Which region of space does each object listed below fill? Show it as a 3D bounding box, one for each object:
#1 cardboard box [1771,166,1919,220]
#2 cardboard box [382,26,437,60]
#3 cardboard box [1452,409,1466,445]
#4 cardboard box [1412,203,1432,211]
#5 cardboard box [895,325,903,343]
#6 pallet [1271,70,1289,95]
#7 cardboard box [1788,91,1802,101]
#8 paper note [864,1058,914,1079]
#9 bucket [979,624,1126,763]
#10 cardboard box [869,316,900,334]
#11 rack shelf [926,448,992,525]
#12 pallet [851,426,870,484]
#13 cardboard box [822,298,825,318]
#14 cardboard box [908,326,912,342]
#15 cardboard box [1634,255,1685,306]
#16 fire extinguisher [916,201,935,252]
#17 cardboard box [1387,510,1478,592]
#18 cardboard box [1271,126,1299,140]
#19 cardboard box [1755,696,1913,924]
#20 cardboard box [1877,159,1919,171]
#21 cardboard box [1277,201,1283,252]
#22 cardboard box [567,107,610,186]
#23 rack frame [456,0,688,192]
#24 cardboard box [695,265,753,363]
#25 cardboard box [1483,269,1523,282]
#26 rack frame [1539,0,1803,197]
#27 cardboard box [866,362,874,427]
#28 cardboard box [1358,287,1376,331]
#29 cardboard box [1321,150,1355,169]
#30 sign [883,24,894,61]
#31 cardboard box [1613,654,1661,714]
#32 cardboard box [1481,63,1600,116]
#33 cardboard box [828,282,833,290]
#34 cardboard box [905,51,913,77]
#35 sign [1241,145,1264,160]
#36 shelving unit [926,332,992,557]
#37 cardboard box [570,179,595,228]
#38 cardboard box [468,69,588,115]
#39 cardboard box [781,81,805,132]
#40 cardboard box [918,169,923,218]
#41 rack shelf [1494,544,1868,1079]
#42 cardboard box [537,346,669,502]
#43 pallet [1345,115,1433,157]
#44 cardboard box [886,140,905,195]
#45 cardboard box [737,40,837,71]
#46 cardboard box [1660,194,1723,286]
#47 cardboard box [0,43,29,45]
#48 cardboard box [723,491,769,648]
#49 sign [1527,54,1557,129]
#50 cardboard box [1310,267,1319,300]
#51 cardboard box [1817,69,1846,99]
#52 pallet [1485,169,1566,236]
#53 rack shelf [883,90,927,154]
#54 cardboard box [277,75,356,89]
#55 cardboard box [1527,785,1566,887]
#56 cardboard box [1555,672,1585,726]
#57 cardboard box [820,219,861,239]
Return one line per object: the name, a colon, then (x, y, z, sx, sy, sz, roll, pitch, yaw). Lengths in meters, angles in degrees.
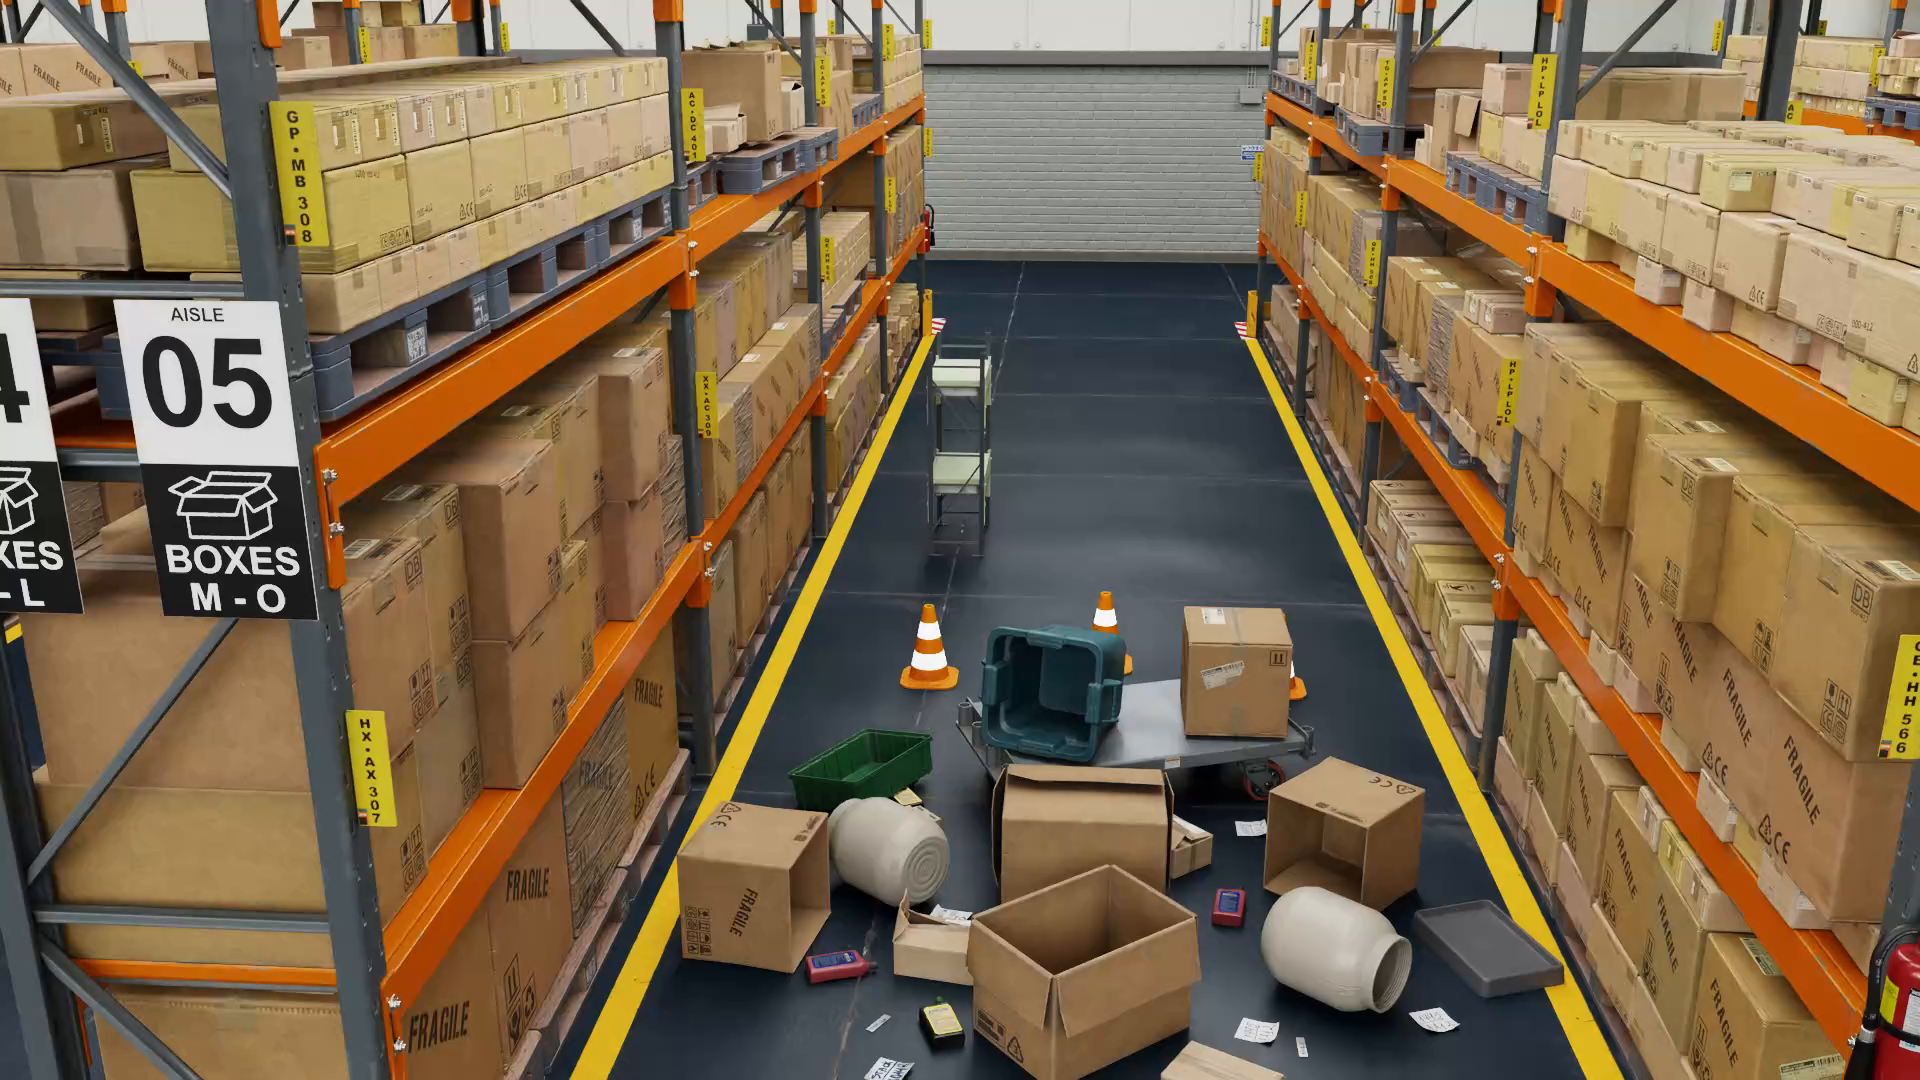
cardboard box: (2.801, -1.085, 5.224, 0.380, 0.149, 0.250, 1, 18, 2)
cardboard box: (-5.931, -5.134, 17.462, 0.700, 0.500, 0.500, 2, 18, 6)
cardboard box: (2.957, -0.626, 9.244, 0.380, 0.149, 0.250, 1, 18, 4)
cardboard box: (3.806, -2.365, 13.058, 0.500, 0.500, 0.500, 2, 18, 5)
cardboard box: (-0.807, -2.196, 17.734, 0.380, 0.149, 0.250, 1, 18, 3)
pallet: (3.979, -5.018, 18.244, 1.003, 0.211, 1.213, 1, 18, 4)
cardboard box: (8.498, -4.416, 16.669, 0.380, 0.149, 0.250, 2, 18, 5)
paper note: (-0.267, 2.001, 6.271, 0.144, 0.017, 0.142, 8, 20, 23)
bucket: (0.507, 0.710, 8.255, 0.726, 0.611, 0.620, 8, 10, 23)
cardboard box: (-0.835, -2.254, 17.434, 0.380, 0.149, 0.250, 2, 18, 5)
rack shelf: (0.000, -0.401, 12.285, 0.431, 0.370, 0.720, 1, 18, 4)
pallet: (-1.349, -0.755, 14.388, 1.003, 0.211, 1.213, 1, 18, 4)
cardboard box: (-1.243, -1.757, 12.698, 0.380, 0.149, 0.250, 2, 18, 7)
cardboard box: (-0.735, -2.301, 18.532, 0.380, 0.149, 0.250, 0, 18, 1)
cardboard box: (2.715, -0.954, 6.104, 0.380, 0.149, 0.250, 1, 18, 3)
fire extinguisher: (-0.444, -3.798, 19.920, 0.296, 0.674, 0.183, 1, 18, 4)
cardboard box: (3.353, 0.073, 10.927, 0.950, 0.372, 0.625, 1, 18, 3)
cardboard box: (3.720, -4.592, 18.811, 0.380, 0.149, 0.250, 2, 18, 5)
cardboard box: (2.639, 0.741, 4.707, 0.500, 0.500, 0.500, 1, 18, 3)
cardboard box: (3.244, -1.158, 5.447, 0.380, 0.149, 0.250, 2, 18, 5)
cardboard box: (3.619, -3.299, 17.512, 0.500, 0.500, 0.500, 2, 18, 6)
cardboard box: (-1.637, -1.489, 6.260, 0.500, 0.250, 0.500, 1, 18, 3)
rack frame: (-1.783, -3.068, 7.334, 1.000, 3.000, 0.127, 1, 18, 4)
cardboard box: (-1.644, -1.368, 10.013, 0.700, 0.500, 0.500, 1, 18, 3)
cardboard box: (3.667, -1.461, 10.750, 0.500, 0.500, 0.500, 1, 18, 3)
rack frame: (3.162, -2.989, 7.093, 1.000, 3.000, 0.127, 1, 18, 4)
cardboard box: (-1.048, -1.319, 14.970, 0.500, 0.500, 0.500, 1, 18, 3)
cardboard box: (3.230, -1.703, 12.240, 0.500, 0.250, 0.500, 1, 18, 4)
cardboard box: (3.567, -3.636, 15.894, 0.380, 0.149, 0.250, 2, 18, 5)
sign: (-0.656, -4.549, 15.208, 0.100, 0.325, 0.005, 1, 18, 4)
cardboard box: (2.728, 0.548, 6.337, 0.380, 0.149, 0.250, 1, 18, 4)
cardboard box: (3.127, -2.430, 8.967, 0.500, 0.250, 0.500, 2, 18, 5)
cardboard box: (-1.210, -2.072, 13.181, 0.380, 0.149, 0.250, 1, 18, 4)
cardboard box: (-0.777, -5.069, 17.697, 0.500, 0.250, 0.500, 2, 18, 5)
sign: (4.359, -5.765, 24.766, 0.327, 0.218, 0.001, 1, 18, 4)
shelving unit: (0.000, -0.711, 12.183, 0.431, 1.500, 0.755, 1, 18, 4)
cardboard box: (-1.580, -1.254, 6.185, 0.380, 0.149, 0.250, 1, 18, 3)
cardboard box: (-1.582, -1.636, 6.071, 0.380, 0.149, 0.250, 1, 18, 3)
cardboard box: (-1.272, -2.758, 10.514, 0.500, 0.311, 0.500, 1, 18, 4)
cardboard box: (-0.698, -3.988, 19.137, 0.500, 0.500, 0.500, 2, 18, 5)
rack shelf: (3.018, 0.825, 6.243, 1.077, 0.370, 4.000, 1, 18, 4)
cardboard box: (-1.767, -0.514, 7.200, 0.875, 0.550, 0.550, 1, 18, 4)
pallet: (3.442, -2.917, 11.994, 1.213, 0.211, 1.003, 2, 18, 6)
cardboard box: (-0.845, -3.818, 17.012, 0.500, 0.500, 0.500, 2, 18, 5)
cardboard box: (-1.451, -3.899, 13.847, 0.797, 0.503, 0.637, 1, 18, 3)
cardboard box: (2.746, -1.030, 5.696, 0.500, 0.250, 0.500, 1, 18, 4)
cardboard box: (-6.726, -3.172, 11.505, 0.500, 0.500, 0.500, 1, 18, 4)
cardboard box: (-1.755, 0.158, 10.062, 1.050, 0.750, 0.750, 1, 18, 4)
sign: (2.608, -2.008, 7.452, 0.100, 0.325, 0.005, 1, 18, 4)
cardboard box: (3.405, -2.260, 14.743, 0.500, 0.250, 0.500, 1, 18, 3)
cardboard box: (8.498, -4.326, 15.753, 0.500, 0.250, 0.500, 1, 18, 2)
pallet: (3.312, -1.664, 8.167, 1.213, 0.211, 1.003, 1, 18, 4)
rack shelf: (-1.066, -4.406, 17.392, 1.077, 0.370, 4.000, 1, 18, 4)
cardboard box: (-2.275, -1.493, 5.632, 0.380, 0.149, 0.250, 1, 18, 4)
cardboard box: (2.823, 1.312, 7.342, 0.500, 0.250, 0.500, 2, 18, 7)
cardboard box: (2.746, 0.679, 7.029, 0.380, 0.149, 0.250, 2, 18, 6)
cardboard box: (-1.082, -2.772, 14.839, 0.380, 0.149, 0.250, 1, 18, 2)
